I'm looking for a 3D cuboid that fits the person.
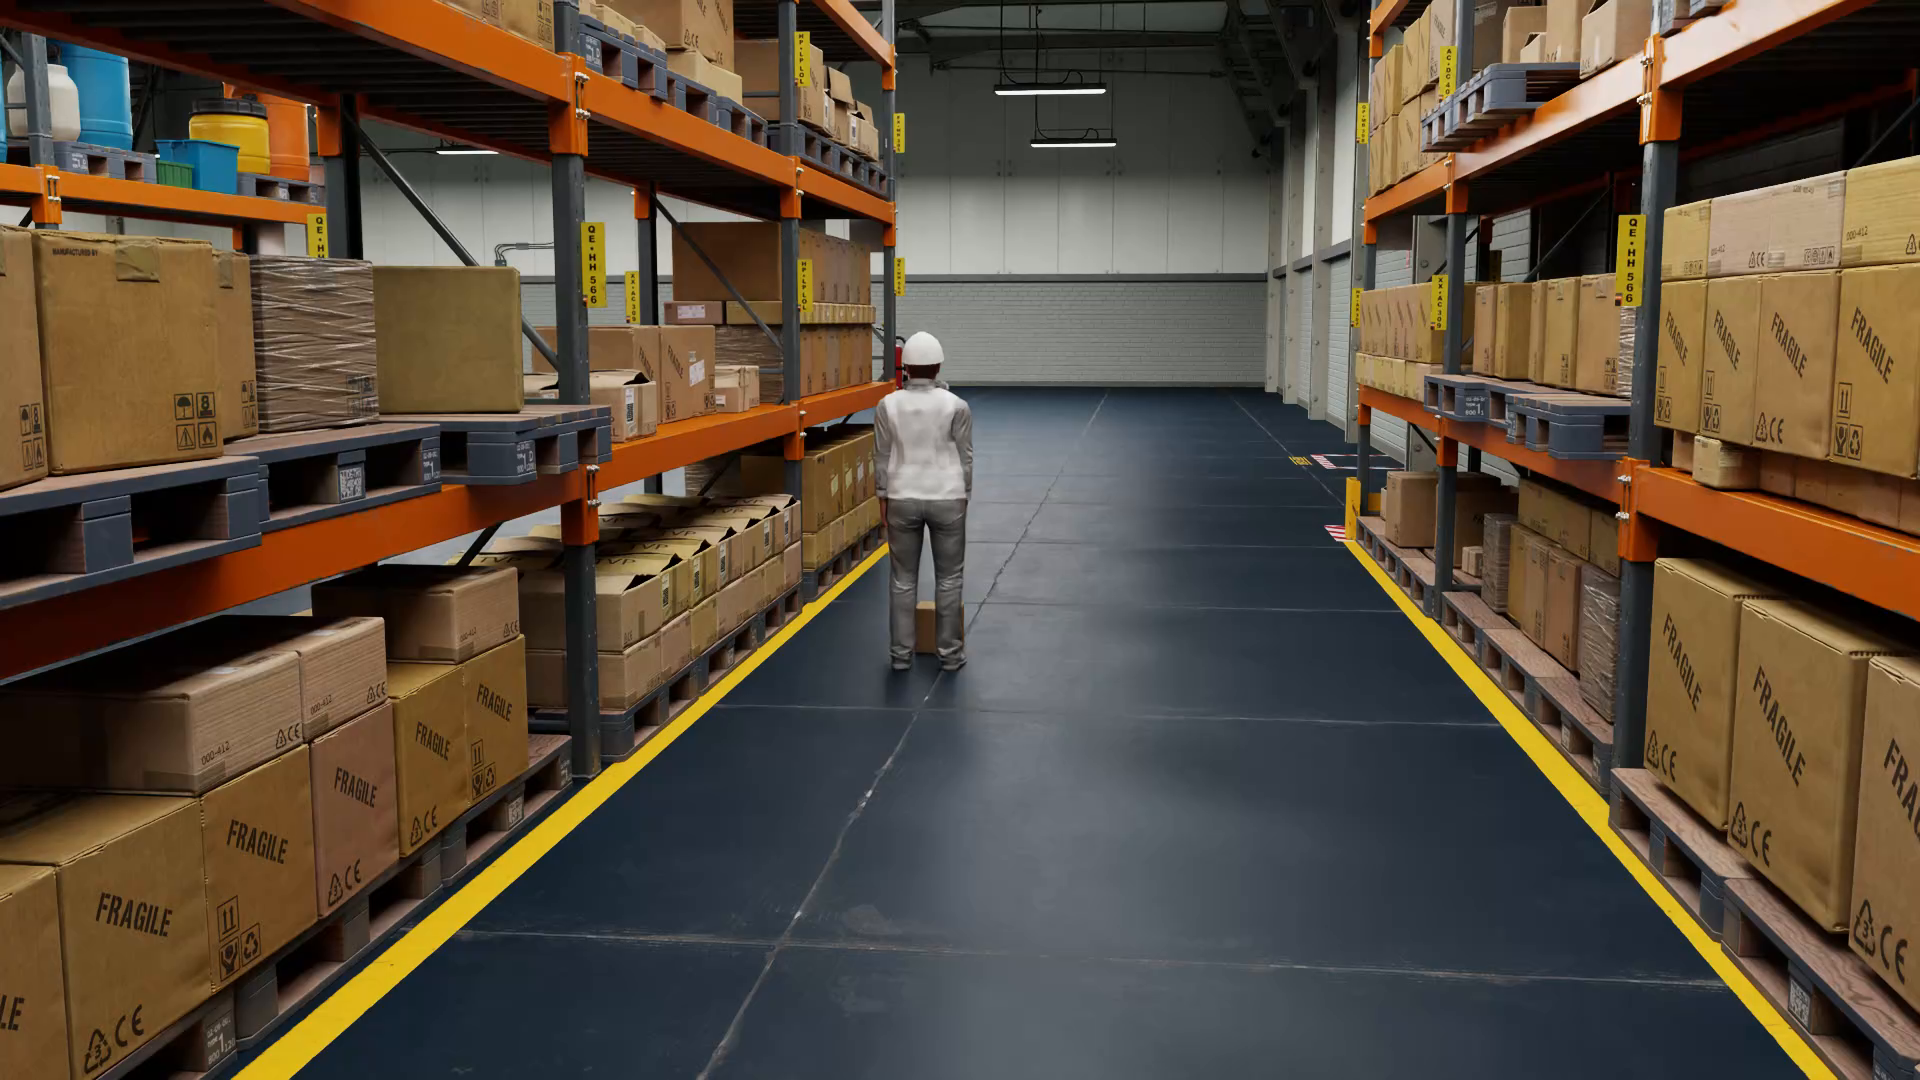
[{"bbox_3d":[-0.191,-0.200,8.740,0.532,1.775,0.356,1,8,8],"label":"person"}]
